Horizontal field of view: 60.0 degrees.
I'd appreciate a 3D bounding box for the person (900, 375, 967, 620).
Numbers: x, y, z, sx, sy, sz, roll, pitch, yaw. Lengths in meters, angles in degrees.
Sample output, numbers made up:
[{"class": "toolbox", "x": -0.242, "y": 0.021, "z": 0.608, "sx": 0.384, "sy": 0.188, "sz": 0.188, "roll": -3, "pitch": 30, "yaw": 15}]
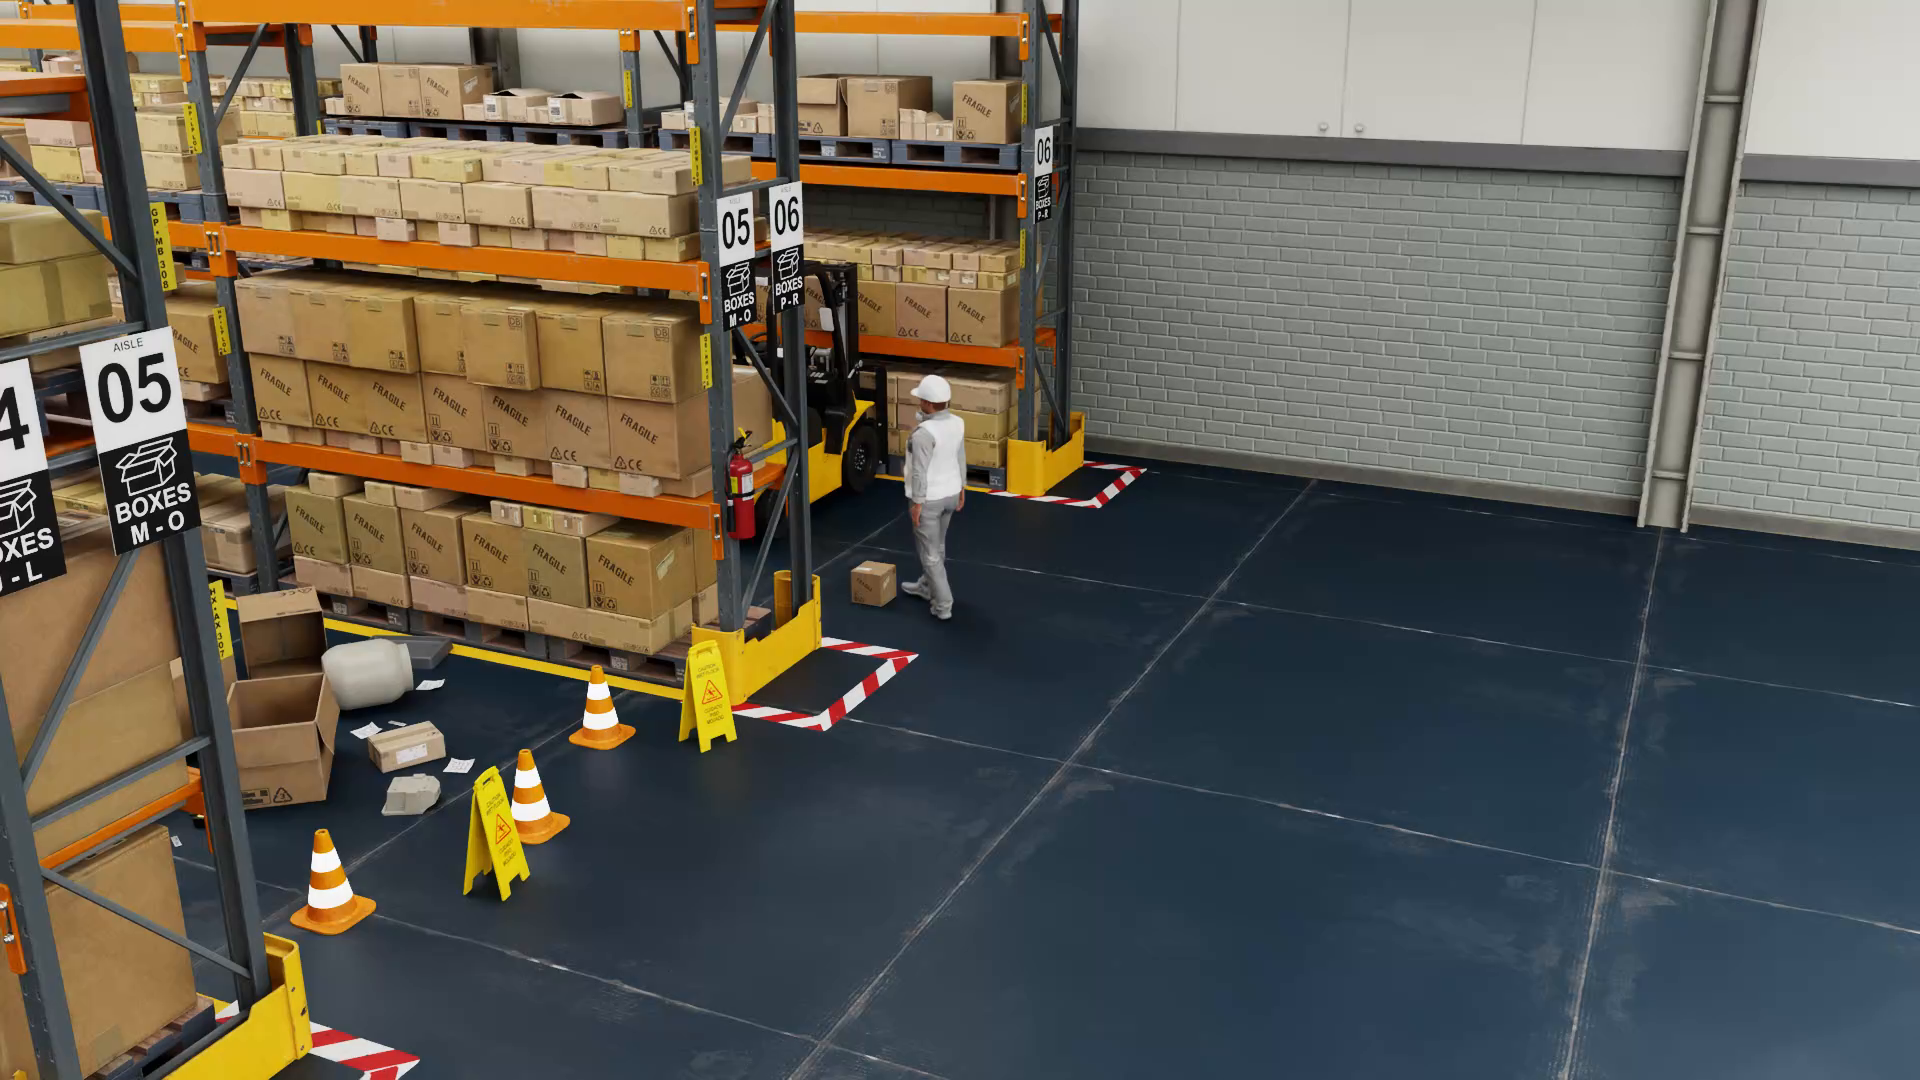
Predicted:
[{"class": "person", "x": -0.233, "y": -0.343, "z": 12.028, "sx": 0.686, "sy": 1.773, "sz": 0.574, "roll": 16, "pitch": 24, "yaw": 38}]
